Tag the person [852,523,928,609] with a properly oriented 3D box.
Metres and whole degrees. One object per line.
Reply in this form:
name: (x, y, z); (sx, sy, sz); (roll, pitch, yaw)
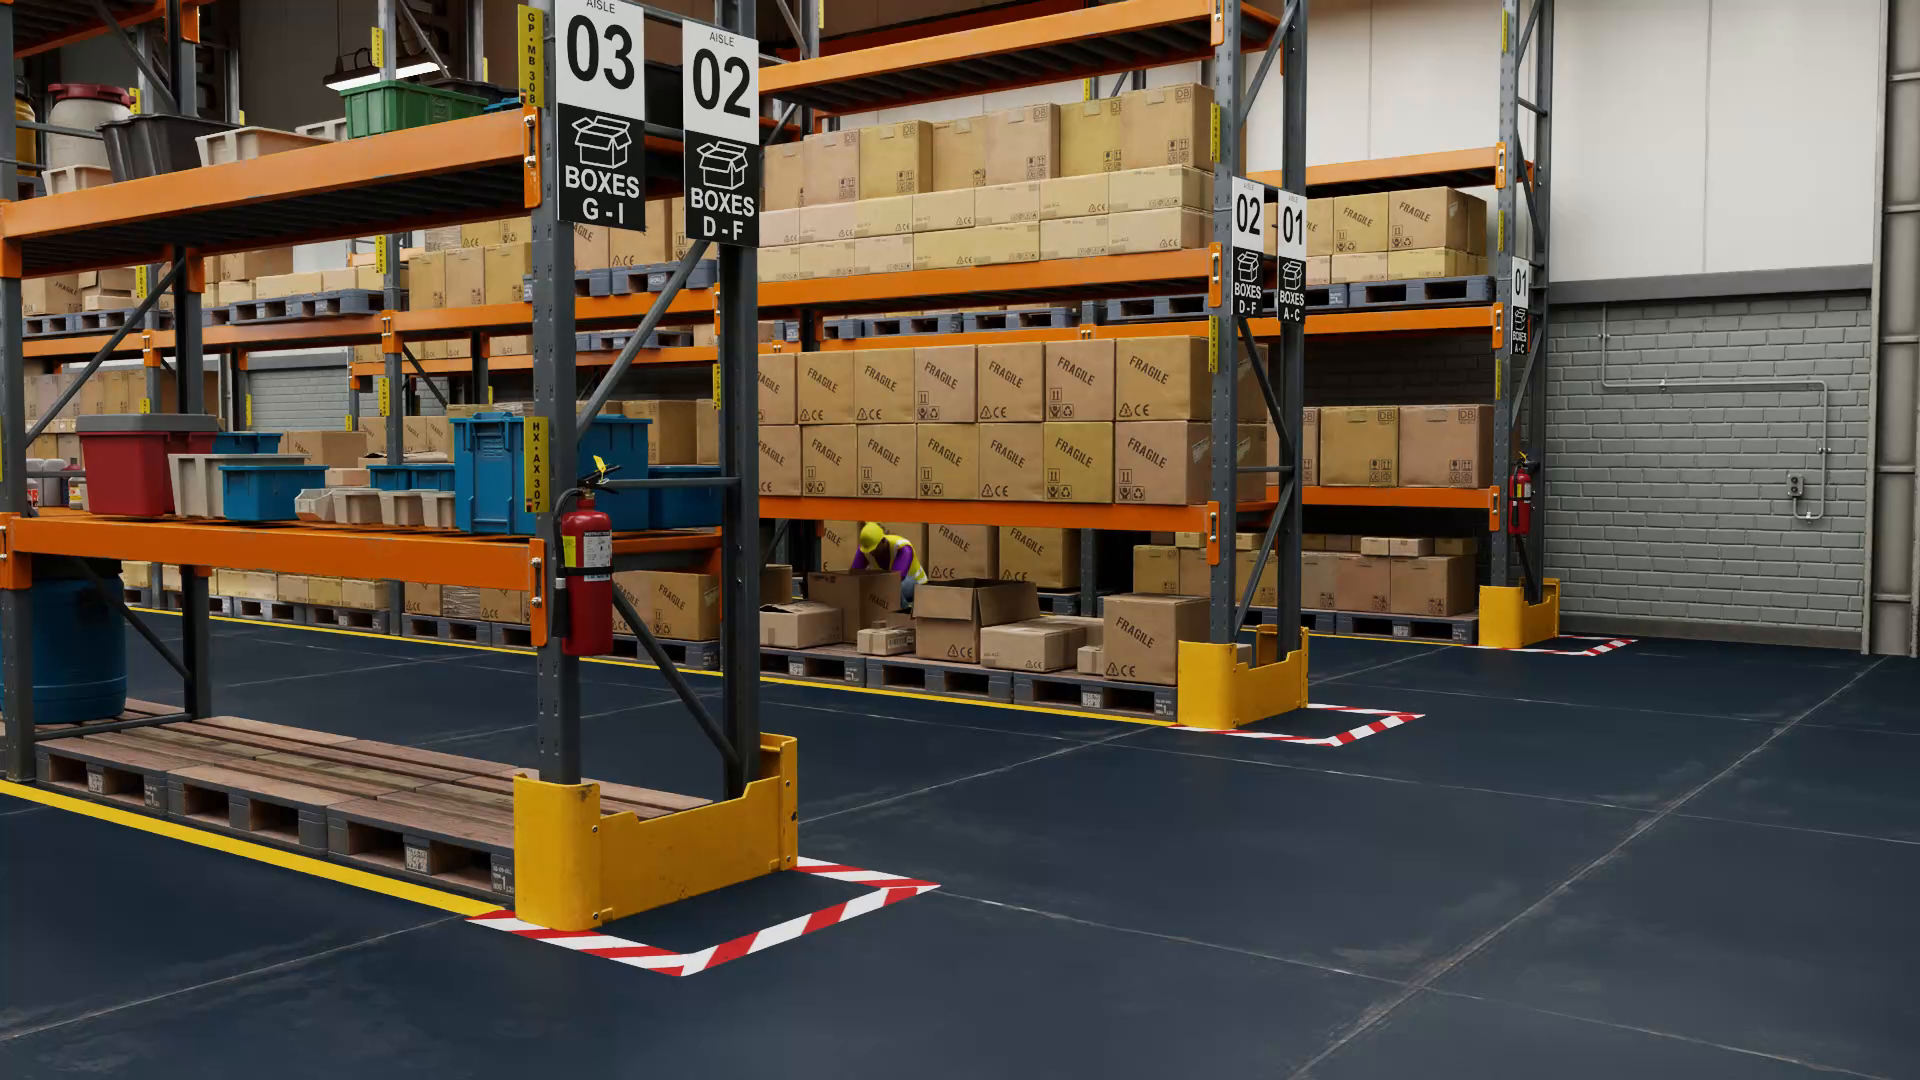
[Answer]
person: (-0.638, 0.337, 14.658); (0.586, 0.996, 0.888); (2, 4, 36)
